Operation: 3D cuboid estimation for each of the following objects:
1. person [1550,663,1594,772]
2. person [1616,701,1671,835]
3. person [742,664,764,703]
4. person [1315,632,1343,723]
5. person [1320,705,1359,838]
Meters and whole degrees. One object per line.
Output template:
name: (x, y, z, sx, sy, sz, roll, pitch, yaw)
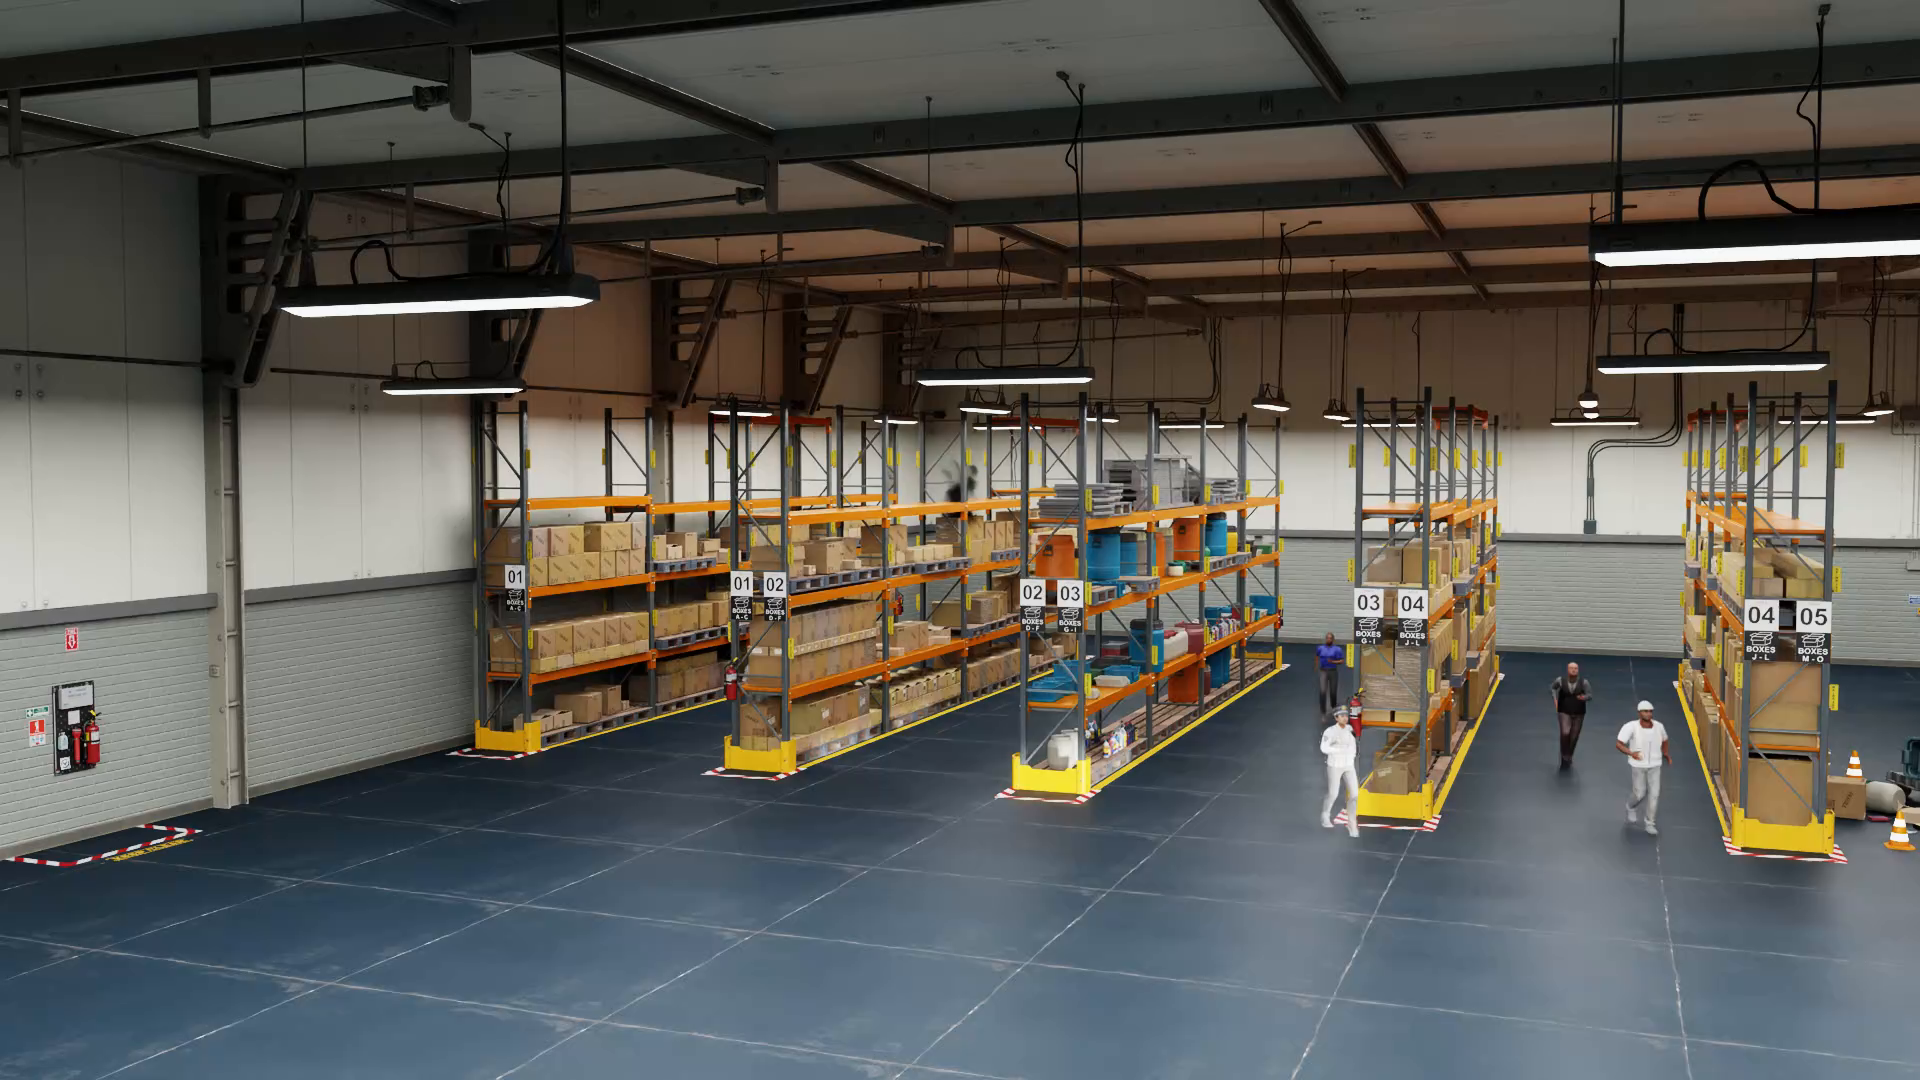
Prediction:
person: (9.887, 2.849, 26.880, 0.637, 1.761, 0.804, 0, 3, 10)
person: (9.213, 3.035, 22.393, 0.730, 1.747, 0.758, 0, 3, 3)
person: (-3.675, 2.774, 30.006, 0.536, 1.552, 0.651, 0, 3, 8)
person: (7.060, 2.621, 31.853, 0.557, 1.686, 0.818, 1, 3, 16)
person: (5.079, 3.072, 22.233, 0.610, 1.752, 0.667, -1, 3, -16)
